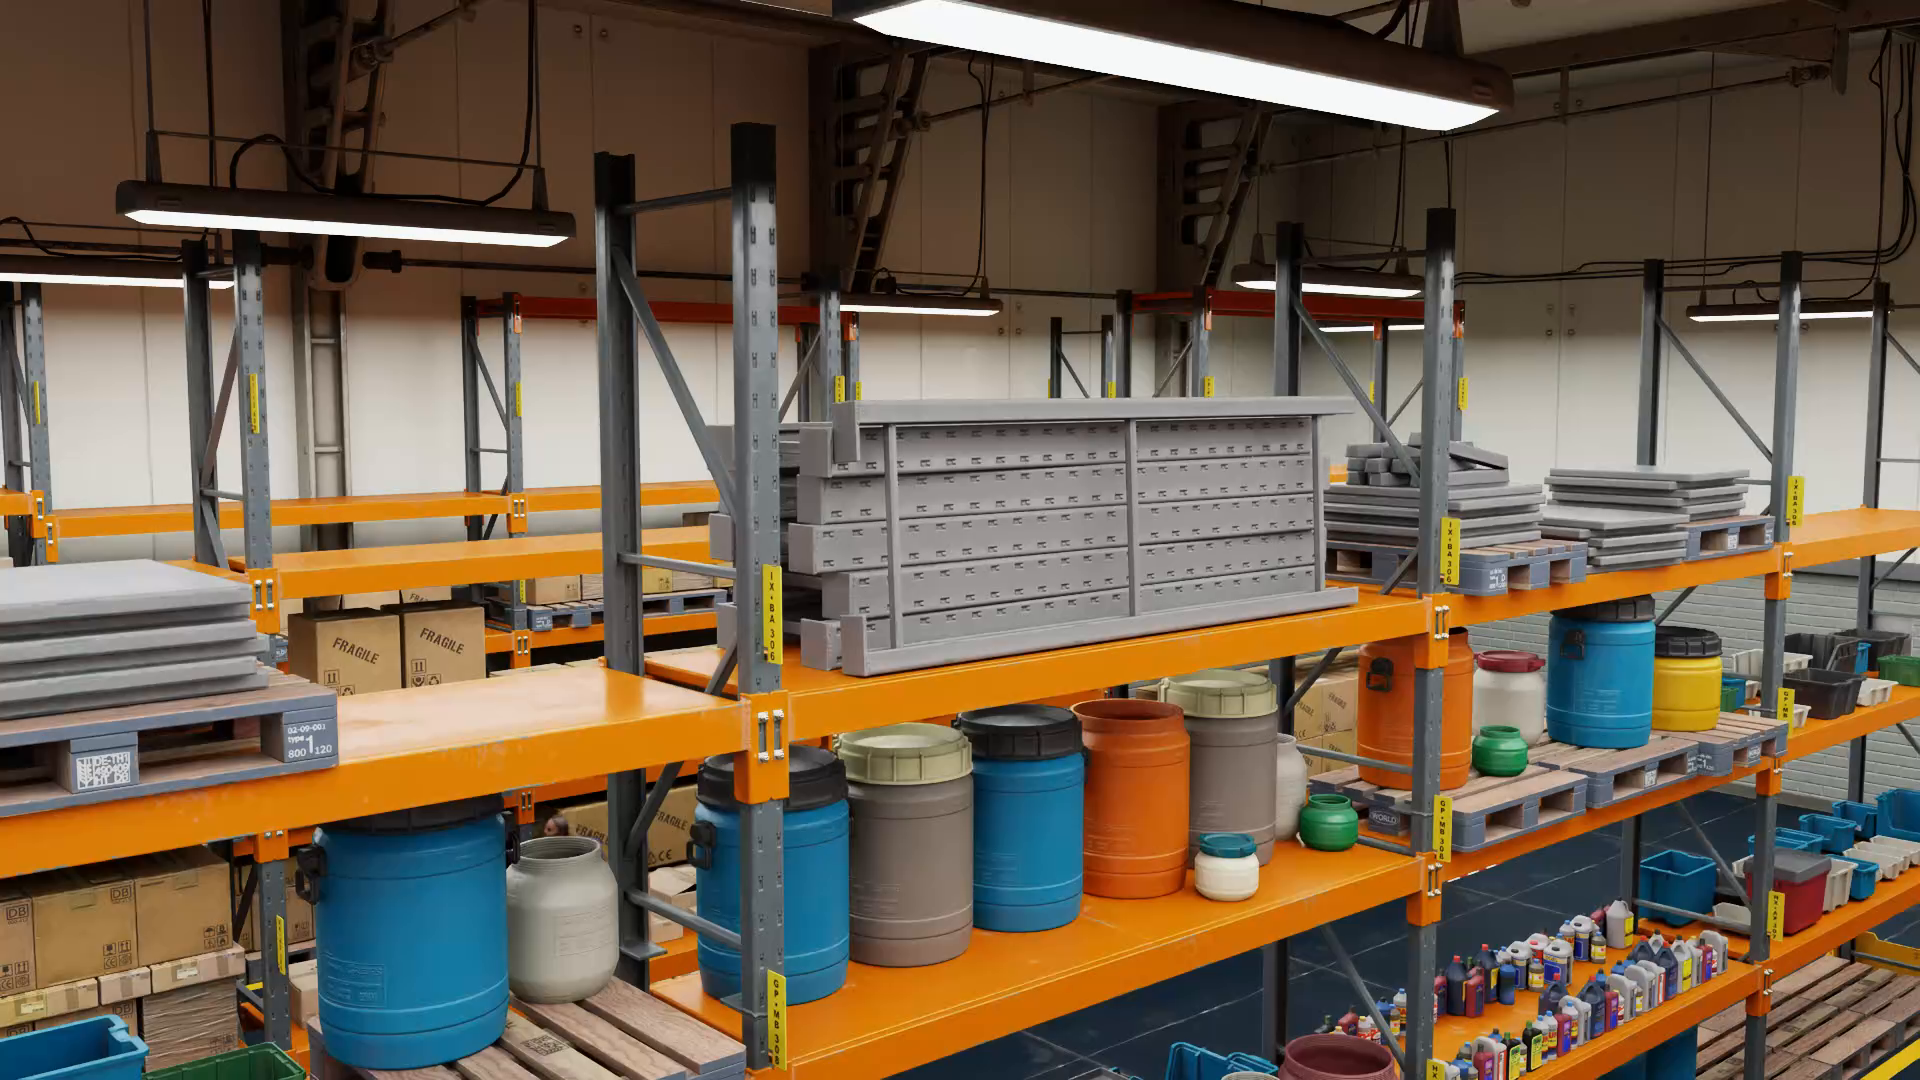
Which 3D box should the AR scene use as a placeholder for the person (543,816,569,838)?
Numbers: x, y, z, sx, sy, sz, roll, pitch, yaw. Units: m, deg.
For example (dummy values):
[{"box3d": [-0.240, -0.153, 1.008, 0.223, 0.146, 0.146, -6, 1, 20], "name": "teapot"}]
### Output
[{"box3d": [-3.304, 3.090, 13.788, 0.569, 1.623, 0.864, 5, 8, 44], "name": "person"}]
